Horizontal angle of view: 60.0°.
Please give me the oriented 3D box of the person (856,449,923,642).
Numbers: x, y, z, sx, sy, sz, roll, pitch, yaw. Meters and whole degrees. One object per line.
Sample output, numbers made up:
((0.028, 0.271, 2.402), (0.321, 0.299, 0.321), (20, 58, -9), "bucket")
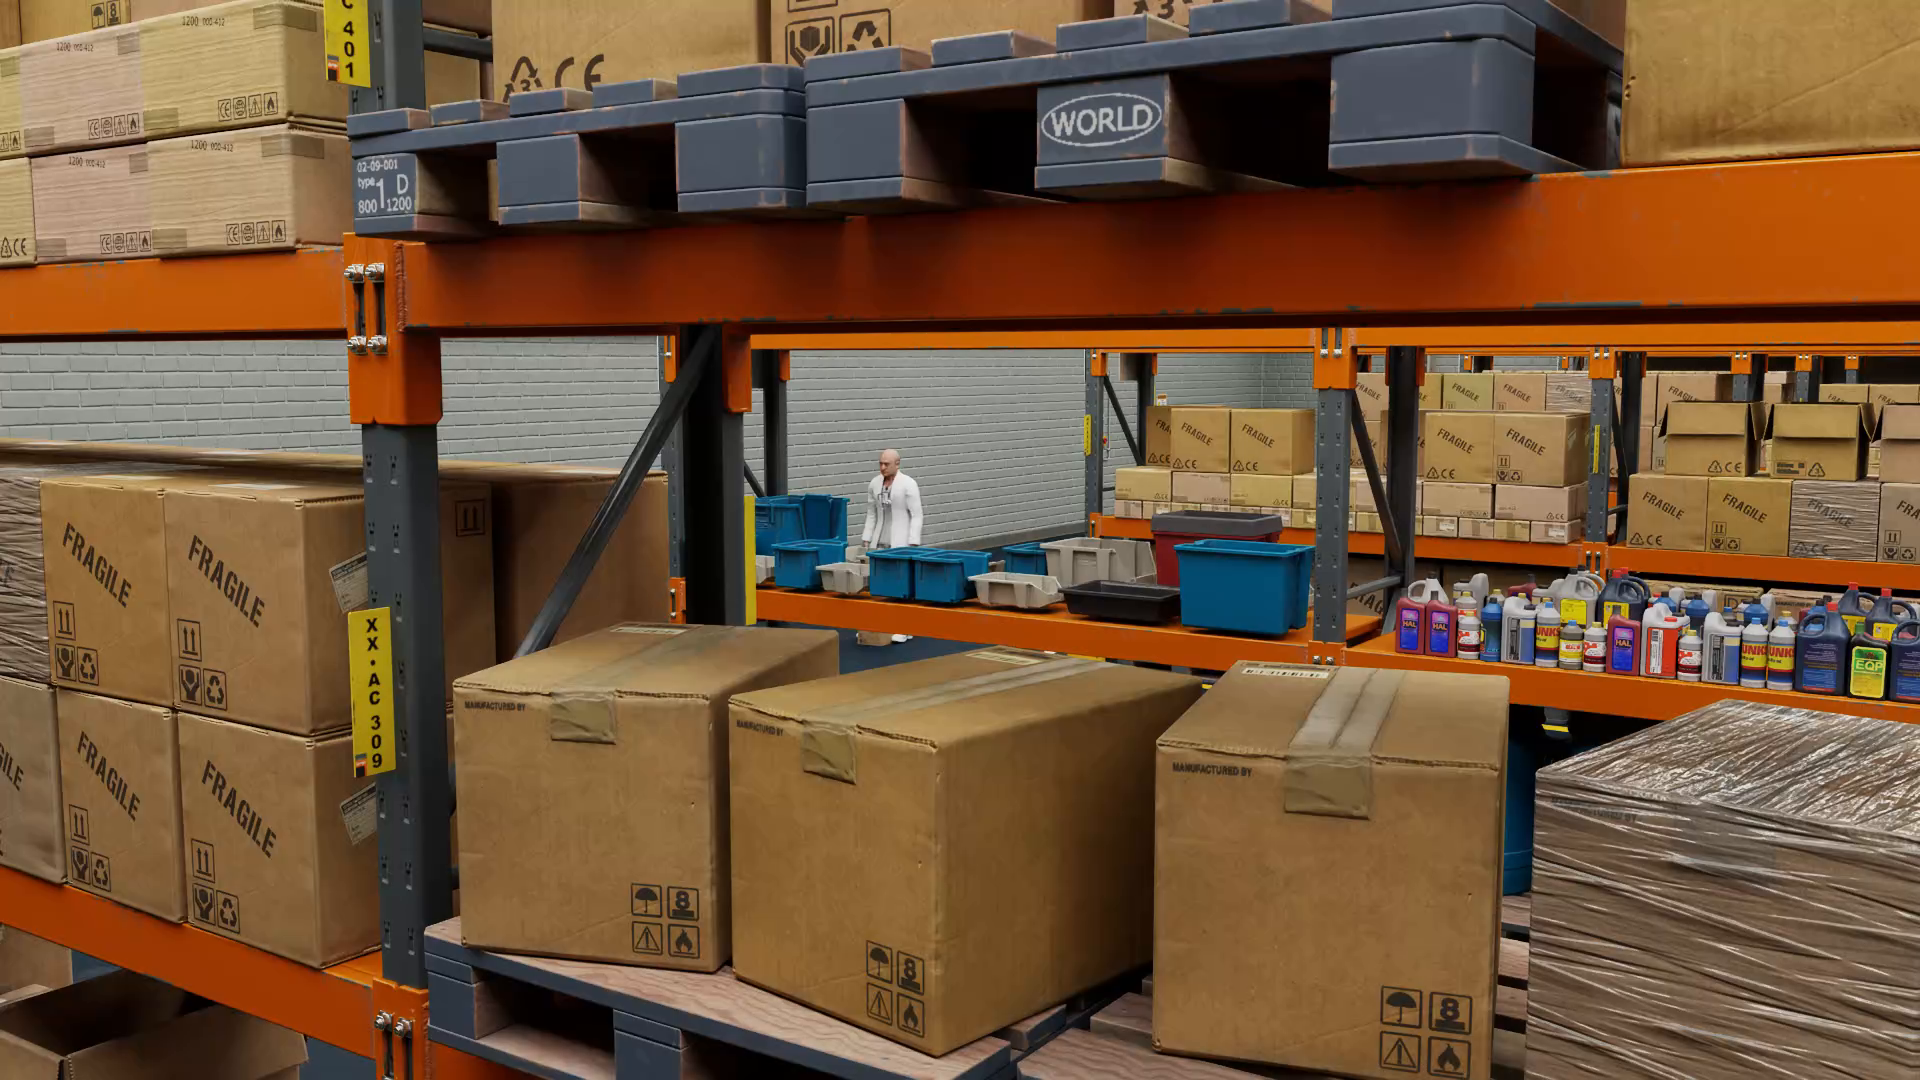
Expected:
((-0.635, 0.043, 15.363), (0.643, 1.774, 0.423), (4, 7, 34), "person")
